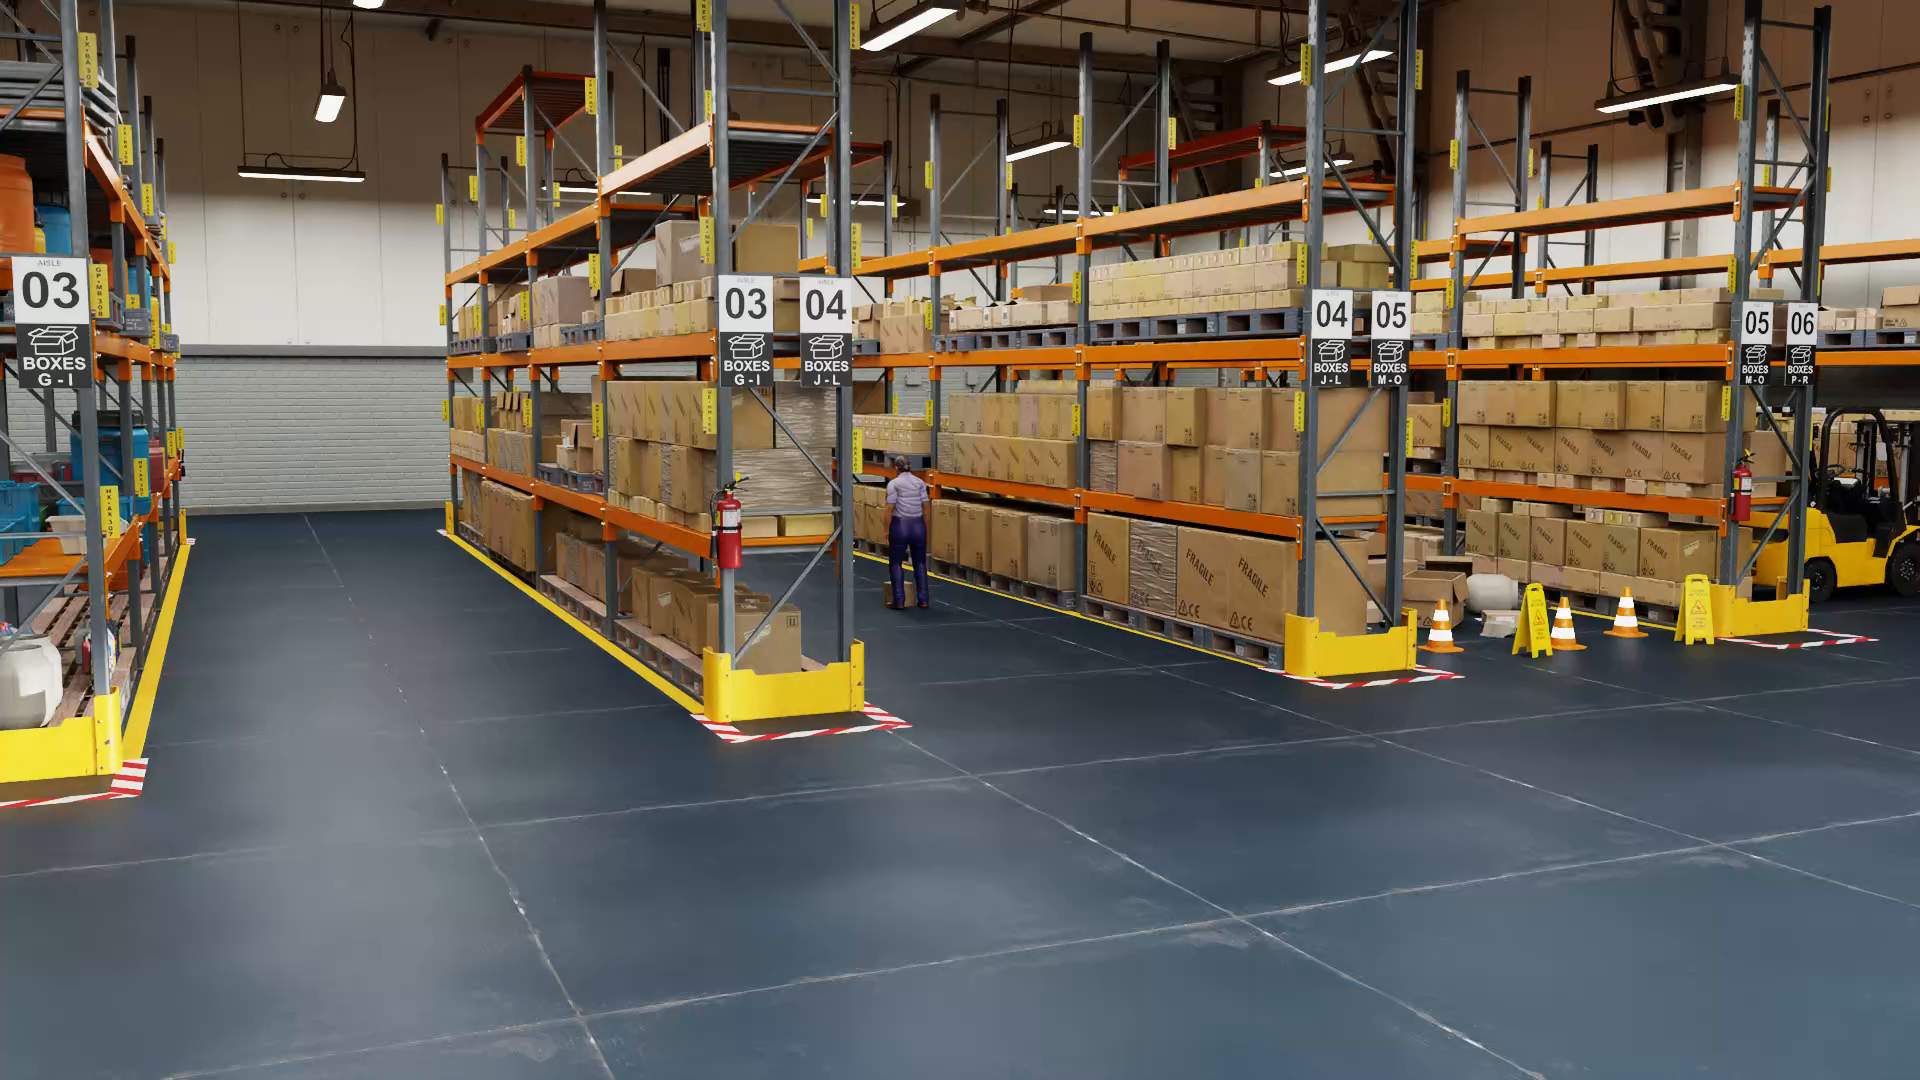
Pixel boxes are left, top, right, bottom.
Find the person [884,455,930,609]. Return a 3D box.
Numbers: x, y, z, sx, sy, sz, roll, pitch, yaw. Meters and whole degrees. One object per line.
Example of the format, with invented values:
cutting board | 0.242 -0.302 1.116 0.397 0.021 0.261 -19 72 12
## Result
person | -0.564 -0.085 17.925 0.542 1.652 0.368 -2 6 -24
